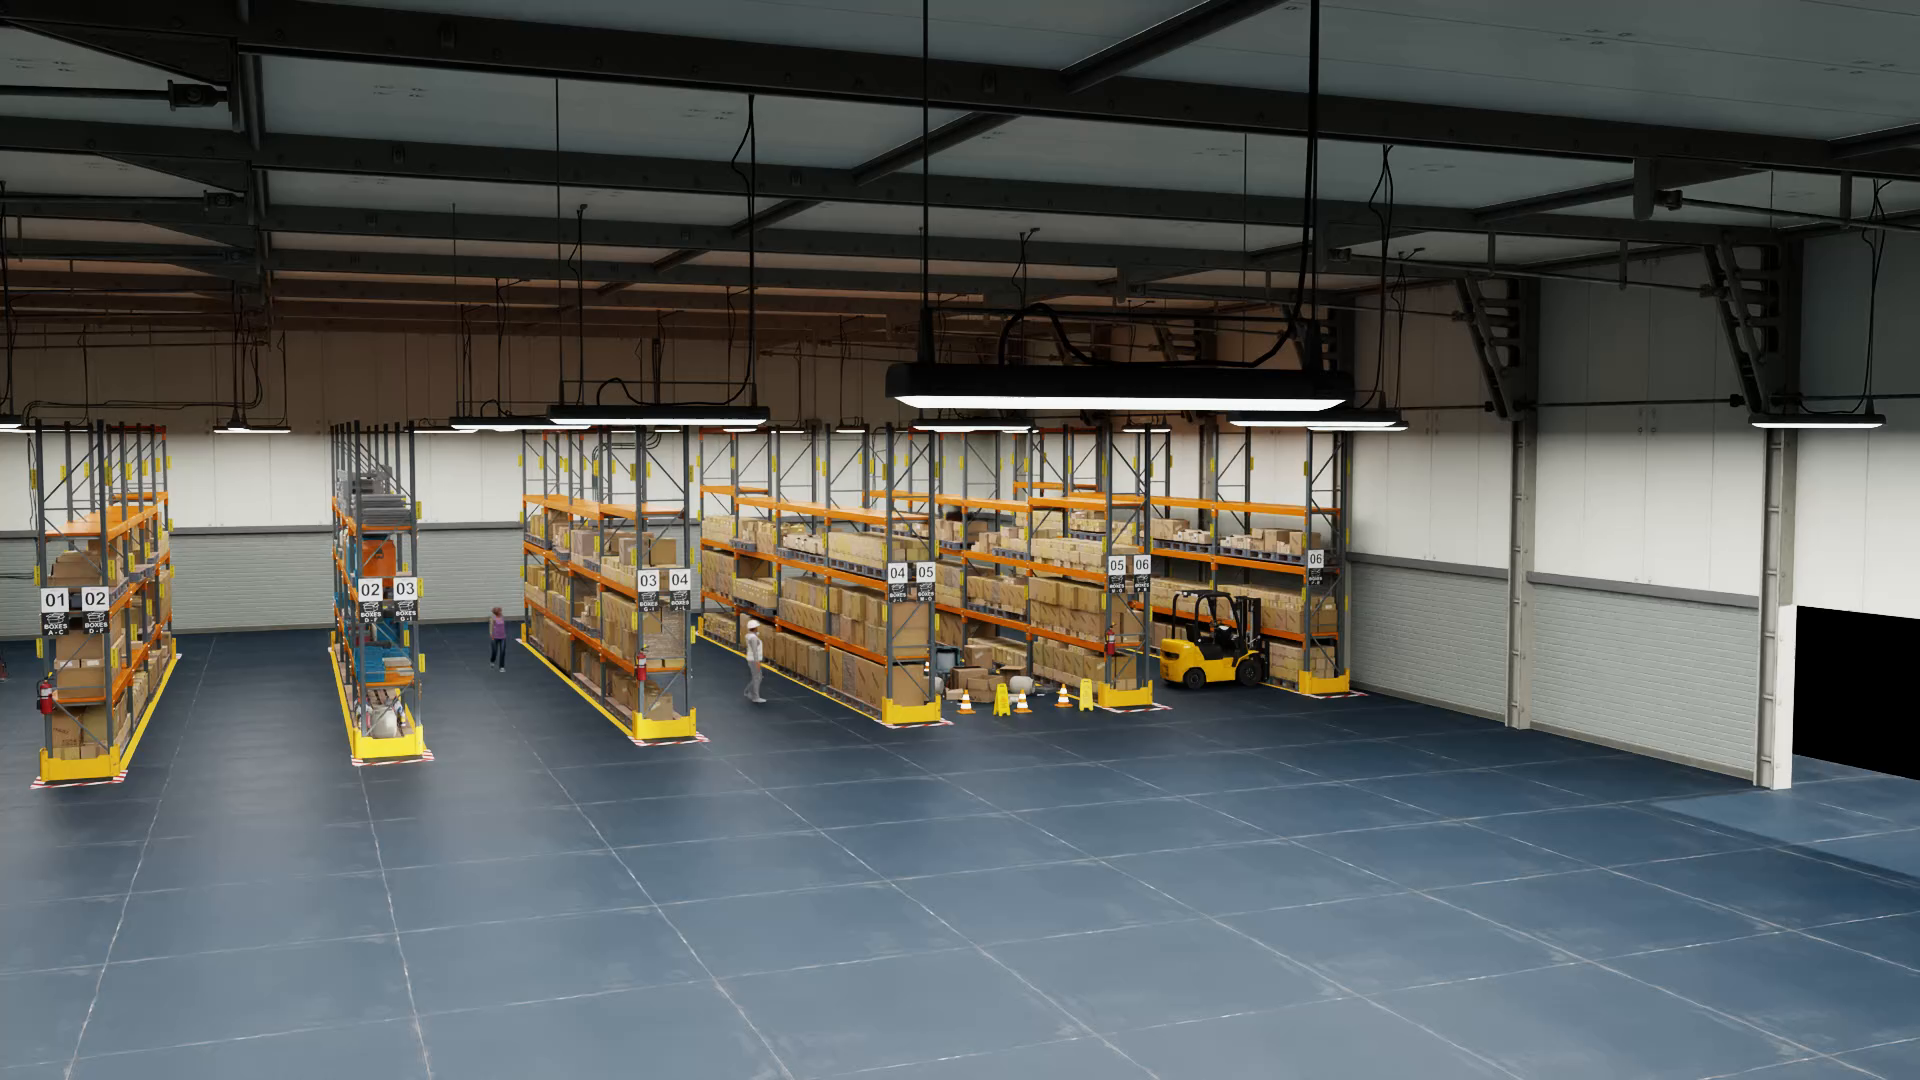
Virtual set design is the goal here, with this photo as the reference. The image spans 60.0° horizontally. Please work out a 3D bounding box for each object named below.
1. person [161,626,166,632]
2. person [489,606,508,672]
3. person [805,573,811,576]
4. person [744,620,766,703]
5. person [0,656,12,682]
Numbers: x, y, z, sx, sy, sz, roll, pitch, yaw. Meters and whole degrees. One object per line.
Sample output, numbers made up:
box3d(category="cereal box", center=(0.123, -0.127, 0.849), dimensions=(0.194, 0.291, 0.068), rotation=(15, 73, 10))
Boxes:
box3d(category="person", center=(-21.127, 2.154, 43.754), dimensions=(0.865, 1.626, 0.649), rotation=(-2, 4, -25))
box3d(category="person", center=(-11.201, 2.397, 40.332), dimensions=(0.459, 1.593, 0.479), rotation=(-2, 4, -27))
box3d(category="person", center=(-4.502, 1.810, 49.375), dimensions=(0.522, 1.701, 0.398), rotation=(1, 4, 17))
box3d(category="person", center=(-4.423, 2.609, 35.864), dimensions=(0.484, 1.790, 0.601), rotation=(-1, 4, -8))
box3d(category="person", center=(-22.346, 2.499, 38.471), dimensions=(0.704, 1.691, 0.507), rotation=(-2, 4, -32))
